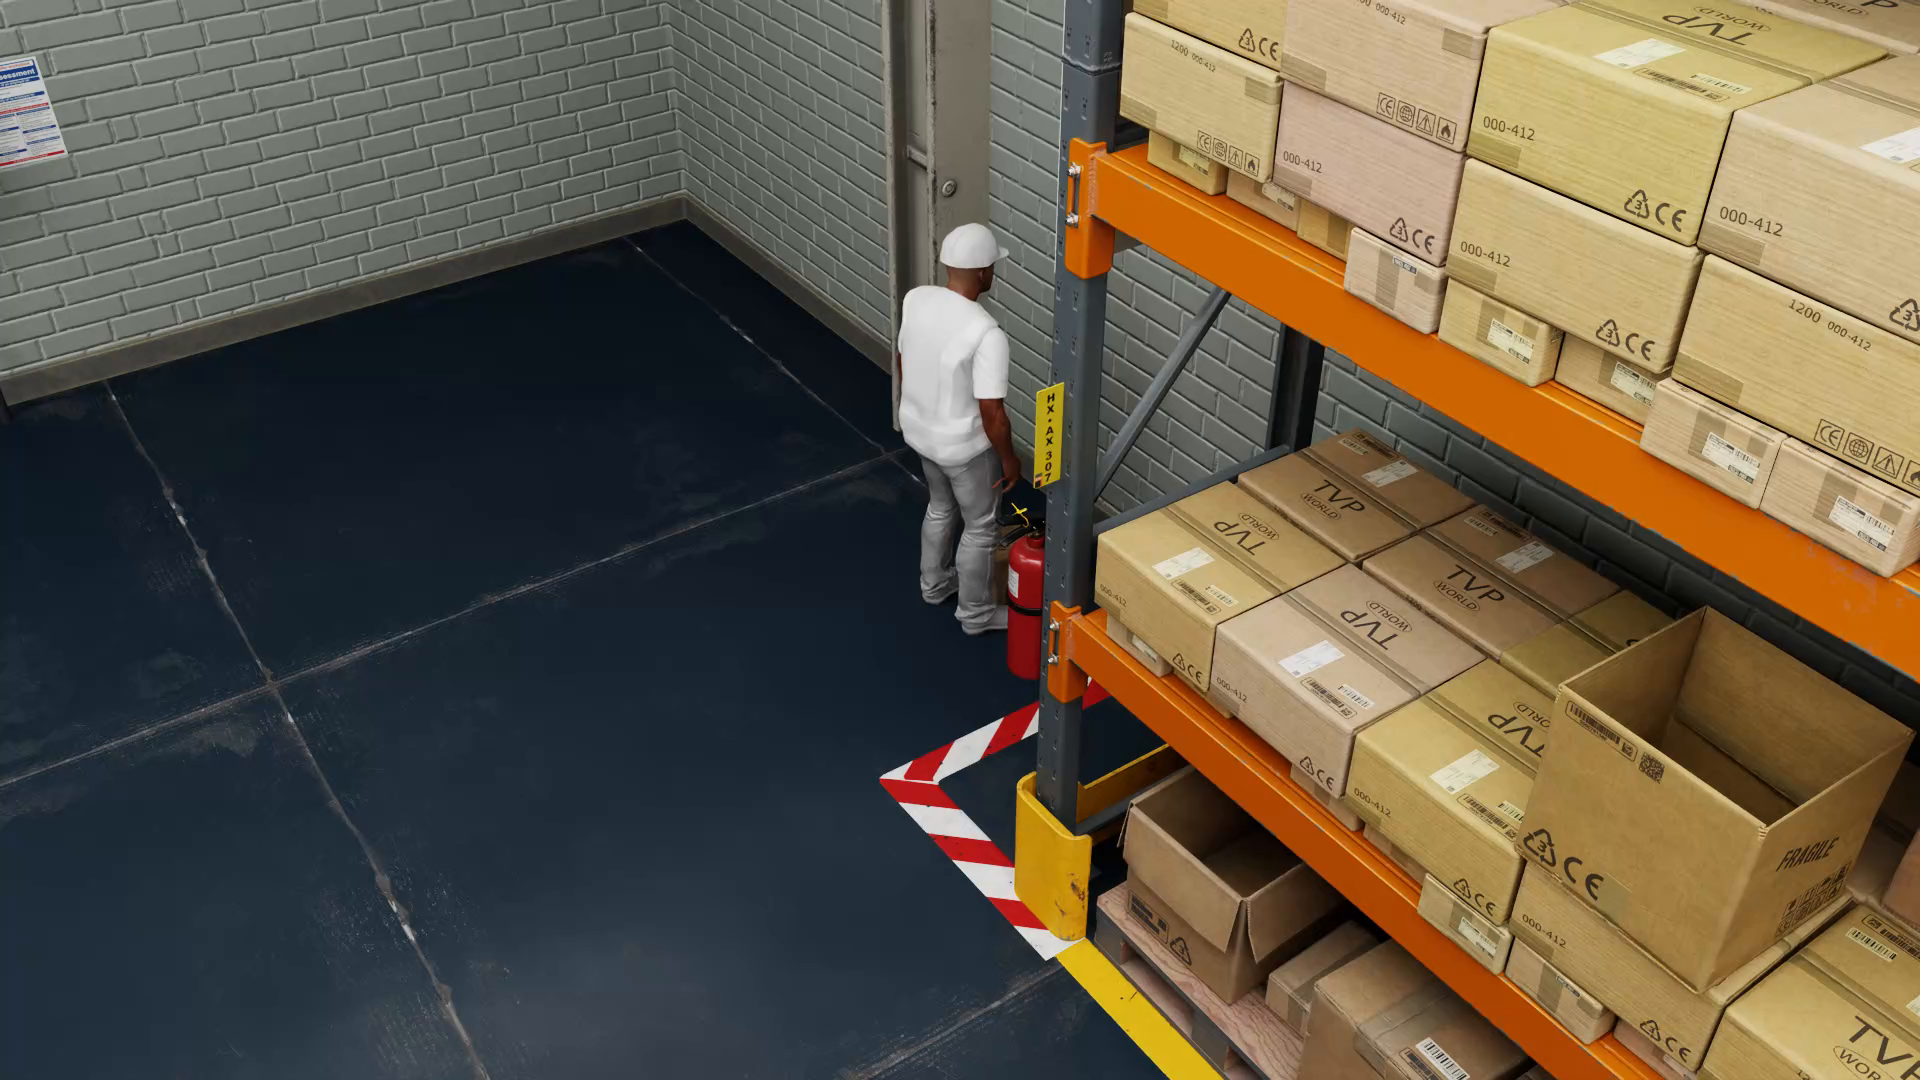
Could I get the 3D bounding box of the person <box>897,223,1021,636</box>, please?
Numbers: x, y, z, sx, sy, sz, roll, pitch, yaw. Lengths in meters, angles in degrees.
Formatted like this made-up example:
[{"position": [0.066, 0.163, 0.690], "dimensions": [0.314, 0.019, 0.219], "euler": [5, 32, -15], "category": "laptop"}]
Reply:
[{"position": [0.005, -0.440, 6.736], "dimensions": [0.458, 1.760, 0.634], "euler": [-25, 43, -30], "category": "person"}]
